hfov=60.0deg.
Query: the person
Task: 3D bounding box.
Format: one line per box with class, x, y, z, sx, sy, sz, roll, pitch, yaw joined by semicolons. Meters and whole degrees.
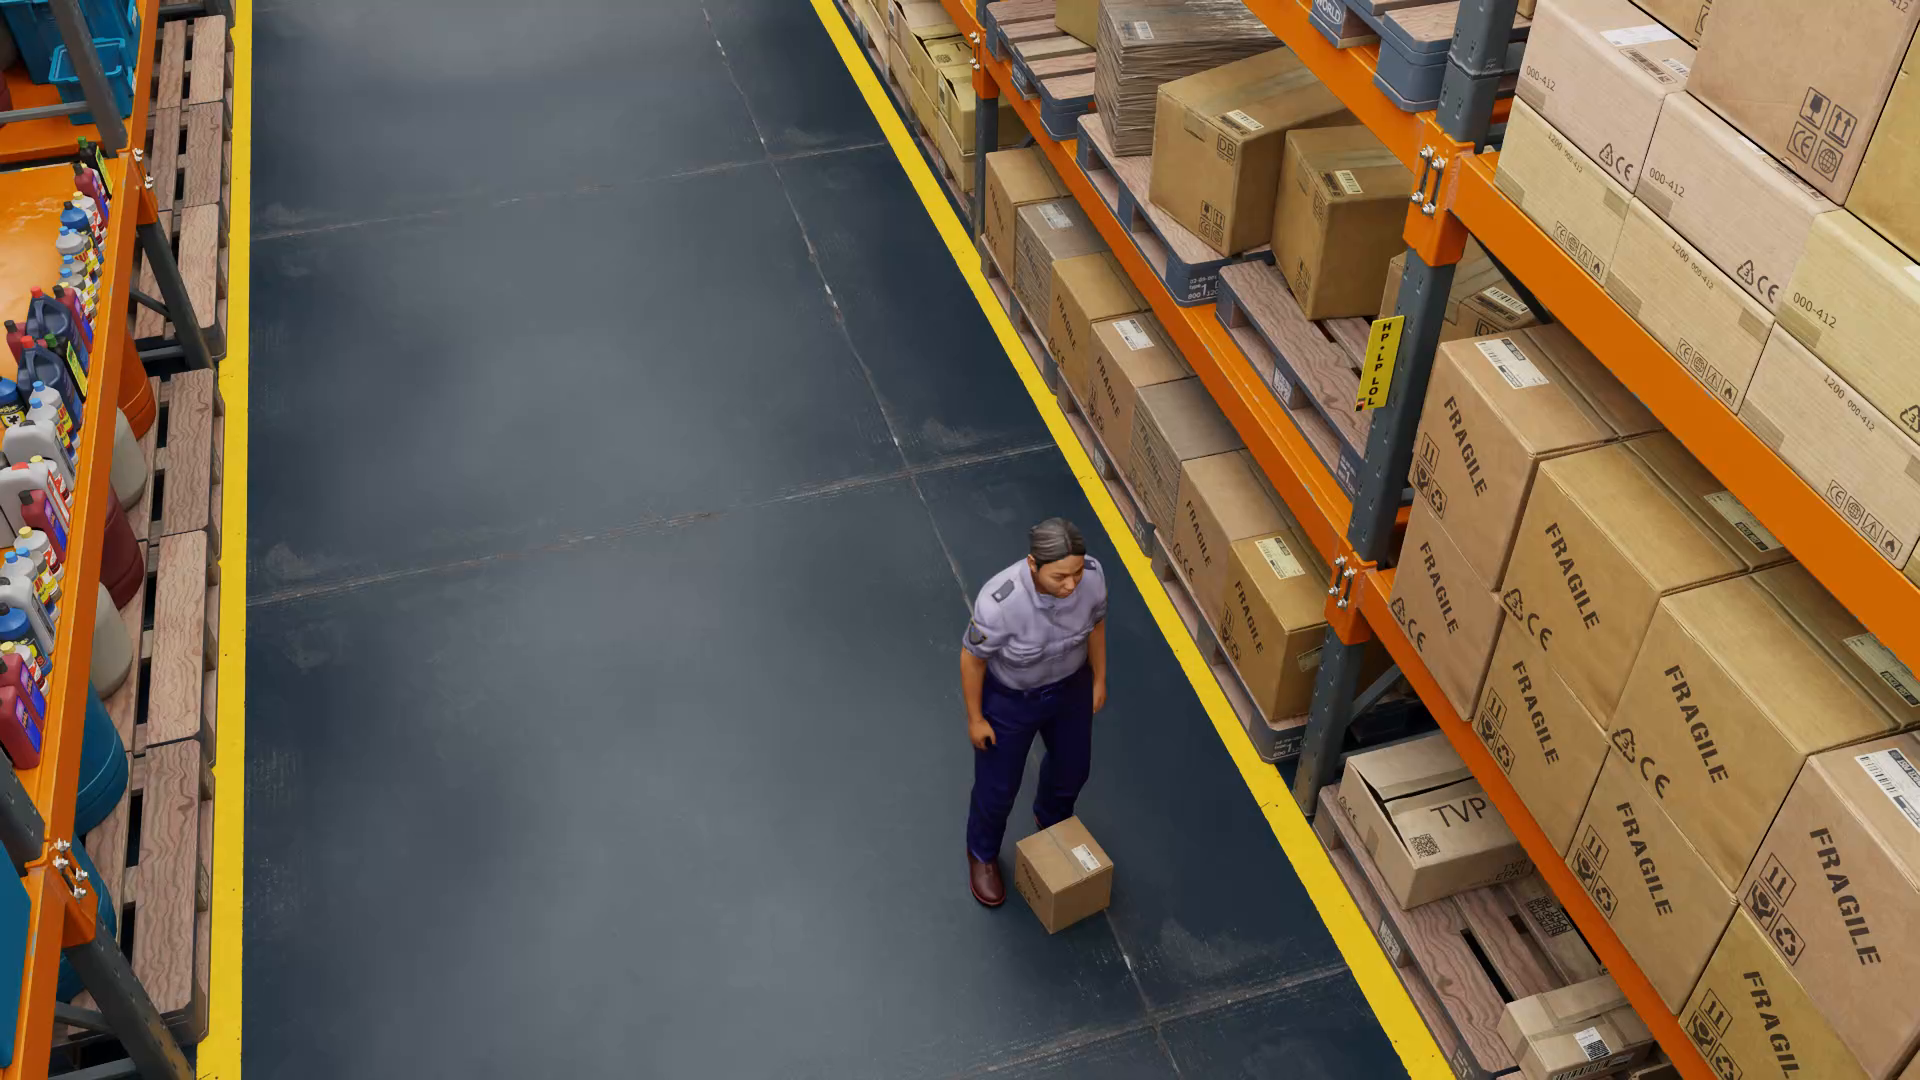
person;0.249;0.533;5.585;0.538;1.652;0.377;-17;45;-18
